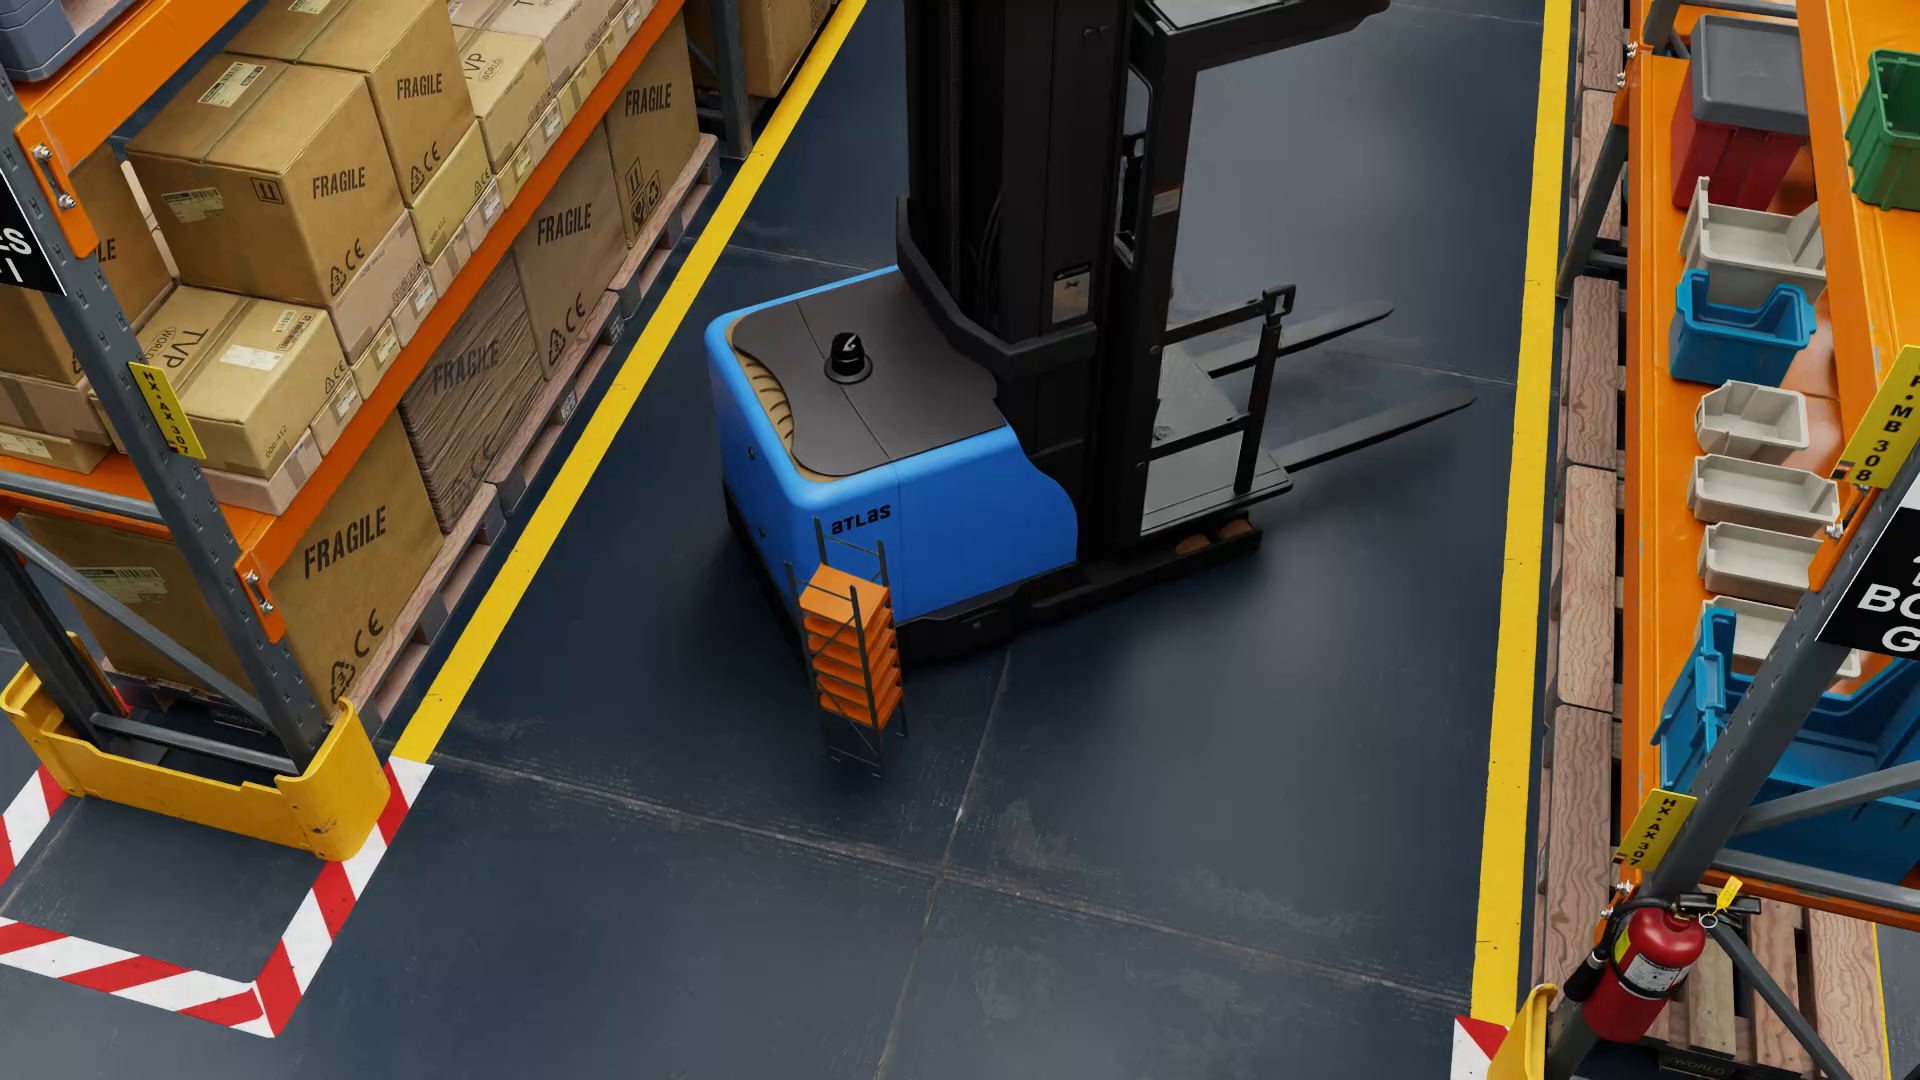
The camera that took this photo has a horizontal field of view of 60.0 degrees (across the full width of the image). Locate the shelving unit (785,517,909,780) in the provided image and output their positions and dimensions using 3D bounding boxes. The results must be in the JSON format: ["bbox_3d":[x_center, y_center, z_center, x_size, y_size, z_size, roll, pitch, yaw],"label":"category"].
[{"bbox_3d":[-0.356,0.391,5.514,0.258,1.200,0.189,19,57,16],"label":"shelving unit"}]

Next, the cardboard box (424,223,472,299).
[{"bbox_3d":[-1.917,-0.987,5.707,0.380,0.149,0.250,11,49,9],"label":"cardboard box"}]

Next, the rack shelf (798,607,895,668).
[{"bbox_3d":[-0.364,0.275,5.357,0.258,0.103,0.180,19,57,16],"label":"rack shelf"}]

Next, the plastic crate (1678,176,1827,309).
[{"bbox_3d":[2.654,-0.963,5.557,0.437,0.282,0.530,12,50,10],"label":"plastic crate"}]

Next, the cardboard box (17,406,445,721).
[{"bbox_3d":[-2.506,-0.049,5.849,0.875,0.875,0.875,12,50,10],"label":"cardboard box"}]

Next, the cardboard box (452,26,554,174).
[{"bbox_3d":[-1.812,-1.596,5.978,0.500,0.250,0.500,11,49,9],"label":"cardboard box"}]

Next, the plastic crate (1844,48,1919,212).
[{"bbox_3d":[2.165,-0.850,3.559,0.450,0.188,0.336,12,50,10],"label":"plastic crate"}]

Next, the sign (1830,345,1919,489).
[{"bbox_3d":[1.646,-0.212,2.925,0.100,0.325,0.005,12,50,10],"label":"sign"}]

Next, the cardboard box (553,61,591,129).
[{"bbox_3d":[-1.647,-1.730,6.363,0.380,0.149,0.250,11,49,9],"label":"cardboard box"}]

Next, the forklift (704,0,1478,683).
[{"bbox_3d":[0.633,-1.175,5.751,3.031,2.935,1.130,-19,51,-16],"label":"forklift"}]

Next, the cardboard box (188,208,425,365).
[{"bbox_3d":[-2.080,-0.855,5.324,0.500,0.250,0.500,11,49,10],"label":"cardboard box"}]

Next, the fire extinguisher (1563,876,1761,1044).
[{"bbox_3d":[1.703,1.011,4.076,0.296,0.674,0.183,12,50,10],"label":"fire extinguisher"}]

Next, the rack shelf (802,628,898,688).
[{"bbox_3d":[-0.359,0.346,5.454,0.258,0.103,0.180,19,57,16],"label":"rack shelf"}]

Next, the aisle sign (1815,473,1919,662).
[{"bbox_3d":[1.879,-0.023,2.955,0.394,0.787,0.004,12,50,10],"label":"aisle sign"}]

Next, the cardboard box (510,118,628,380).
[{"bbox_3d":[-2.032,-1.351,6.998,0.875,0.875,0.875,12,50,10],"label":"cardboard box"}]

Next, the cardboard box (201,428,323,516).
[{"bbox_3d":[-2.186,-0.243,5.051,0.380,0.149,0.250,12,50,10],"label":"cardboard box"}]

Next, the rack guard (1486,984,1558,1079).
[{"bbox_3d":[2.187,1.690,4.844,1.175,0.500,0.348,12,50,10],"label":"rack guard"}]

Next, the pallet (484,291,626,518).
[{"bbox_3d":[-2.139,-0.686,7.133,1.003,0.211,1.213,12,50,10],"label":"pallet"}]

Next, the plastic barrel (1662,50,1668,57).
[{"bbox_3d":[3.580,-2.398,7.904,0.600,0.901,0.708,12,50,10],"label":"plastic barrel"}]

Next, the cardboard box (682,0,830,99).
[{"bbox_3d":[-1.396,-2.931,8.392,1.225,0.875,0.875,12,50,10],"label":"cardboard box"}]

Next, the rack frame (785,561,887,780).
[{"bbox_3d":[-0.395,0.459,5.466,0.240,1.200,0.006,19,57,16],"label":"rack frame"}]

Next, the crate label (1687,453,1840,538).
[{"bbox_3d":[2.361,-0.129,4.918,0.396,0.136,0.243,12,50,10],"label":"crate label"}]

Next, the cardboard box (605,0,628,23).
[{"bbox_3d":[-1.542,-2.331,6.627,0.500,0.250,0.500,13,50,11],"label":"cardboard box"}]

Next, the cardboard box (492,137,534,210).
[{"bbox_3d":[-1.782,-1.356,6.033,0.380,0.149,0.250,10,49,9],"label":"cardboard box"}]

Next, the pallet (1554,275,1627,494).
[{"bbox_3d":[3.078,-0.588,7.047,1.003,0.211,1.213,12,50,10],"label":"pallet"}]

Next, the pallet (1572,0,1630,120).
[{"bbox_3d":[3.796,-2.563,8.790,1.003,0.211,1.213,12,50,10],"label":"pallet"}]

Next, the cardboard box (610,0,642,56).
[{"bbox_3d":[-1.512,-2.102,6.691,0.380,0.149,0.250,12,50,11],"label":"cardboard box"}]

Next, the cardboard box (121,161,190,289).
[{"bbox_3d":[-2.592,-0.953,5.411,0.500,0.250,0.500,11,49,9],"label":"cardboard box"}]

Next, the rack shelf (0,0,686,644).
[{"bbox_3d":[-2.071,-1.343,6.334,1.077,0.370,4.000,12,50,10],"label":"rack shelf"}]

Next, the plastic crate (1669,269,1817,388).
[{"bbox_3d":[2.474,-0.658,5.321,0.416,0.233,0.300,12,50,10],"label":"plastic crate"}]

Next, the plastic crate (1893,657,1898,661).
[{"bbox_3d":[2.737,0.288,4.485,0.416,0.233,0.300,12,50,10],"label":"plastic crate"}]

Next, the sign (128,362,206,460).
[{"bbox_3d":[-2.064,-0.334,4.332,0.100,0.325,0.005,12,50,10],"label":"sign"}]

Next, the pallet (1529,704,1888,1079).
[{"bbox_3d":[2.435,1.176,5.490,1.003,0.211,1.213,12,50,10],"label":"pallet"}]

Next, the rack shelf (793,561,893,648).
[{"bbox_3d":[-0.369,0.204,5.261,0.258,0.103,0.180,19,57,16],"label":"rack shelf"}]

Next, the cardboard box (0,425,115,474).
[{"bbox_3d":[-2.821,-0.374,5.166,0.380,0.149,0.250,12,50,11],"label":"cardboard box"}]

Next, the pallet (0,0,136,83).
[{"bbox_3d":[-2.412,-1.637,4.171,1.003,0.211,1.213,12,50,10],"label":"pallet"}]

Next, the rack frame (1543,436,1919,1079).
[{"bbox_3d":[2.178,0.842,3.925,0.949,2.616,0.053,12,50,10],"label":"rack frame"}]

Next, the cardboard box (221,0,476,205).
[{"bbox_3d":[-1.949,-1.463,5.361,0.500,0.500,0.500,10,49,9],"label":"cardboard box"}]

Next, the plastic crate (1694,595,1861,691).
[{"bbox_3d":[2.221,0.284,4.553,0.396,0.136,0.243,12,50,10],"label":"plastic crate"}]

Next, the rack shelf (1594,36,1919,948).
[{"bbox_3d":[2.707,-0.366,5.471,1.077,0.370,4.000,12,50,10],"label":"rack shelf"}]

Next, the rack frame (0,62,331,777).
[{"bbox_3d":[-2.597,-0.135,4.787,1.000,3.000,0.127,12,50,10],"label":"rack frame"}]

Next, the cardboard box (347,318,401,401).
[{"bbox_3d":[-2.052,-0.615,5.378,0.380,0.149,0.250,11,49,9],"label":"cardboard box"}]
